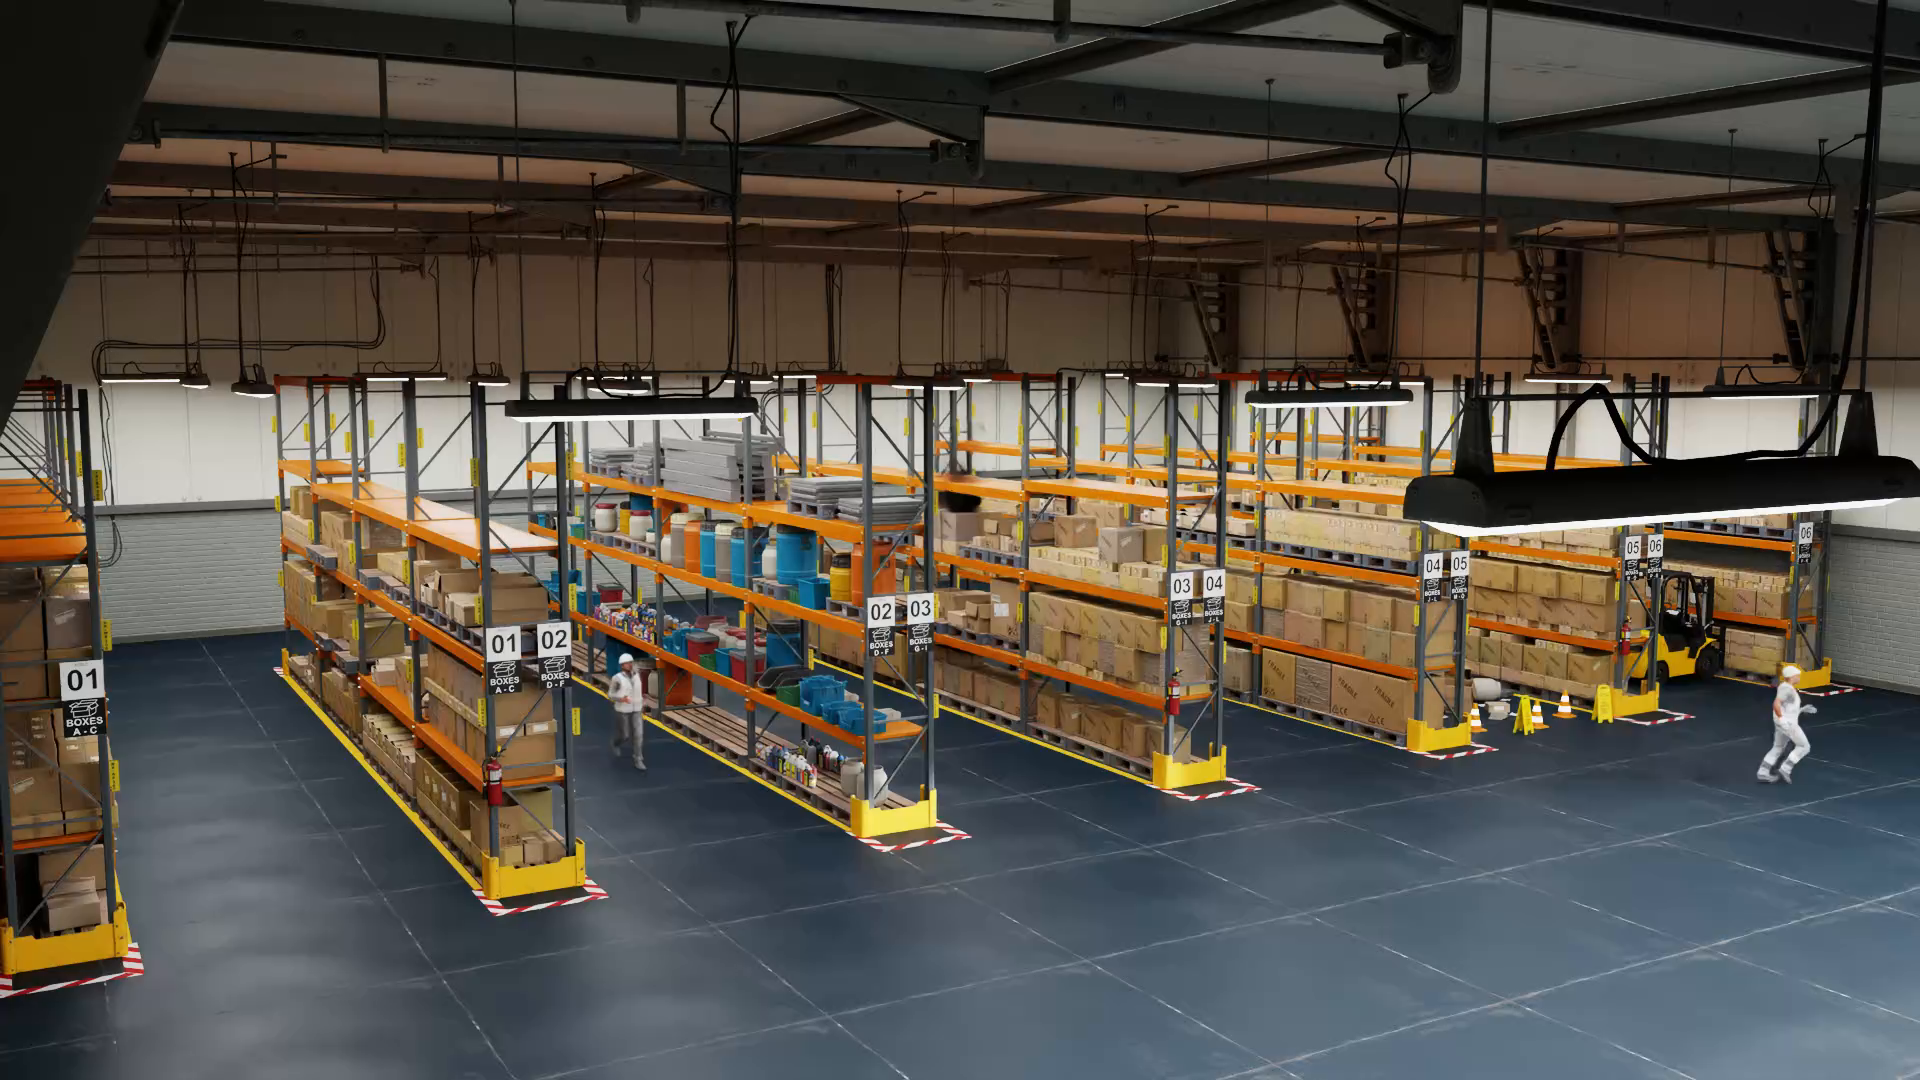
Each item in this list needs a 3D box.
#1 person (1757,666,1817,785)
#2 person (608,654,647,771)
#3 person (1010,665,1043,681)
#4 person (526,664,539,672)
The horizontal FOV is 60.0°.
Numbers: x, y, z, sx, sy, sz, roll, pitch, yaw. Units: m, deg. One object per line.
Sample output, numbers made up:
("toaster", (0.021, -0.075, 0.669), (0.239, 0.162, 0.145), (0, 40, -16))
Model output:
("person", (12.300, 2.748, 24.667), (0.786, 1.775, 0.648), (1, 6, 12))
("person", (-5.137, 2.633, 25.743), (0.661, 1.769, 0.936), (-5, 8, -38))
("person", (1.356, 1.911, 32.287), (0.673, 1.831, 0.929), (-4, 7, -30))
("person", (-7.229, 2.383, 28.459), (0.600, 1.661, 0.570), (-5, 8, -38))
